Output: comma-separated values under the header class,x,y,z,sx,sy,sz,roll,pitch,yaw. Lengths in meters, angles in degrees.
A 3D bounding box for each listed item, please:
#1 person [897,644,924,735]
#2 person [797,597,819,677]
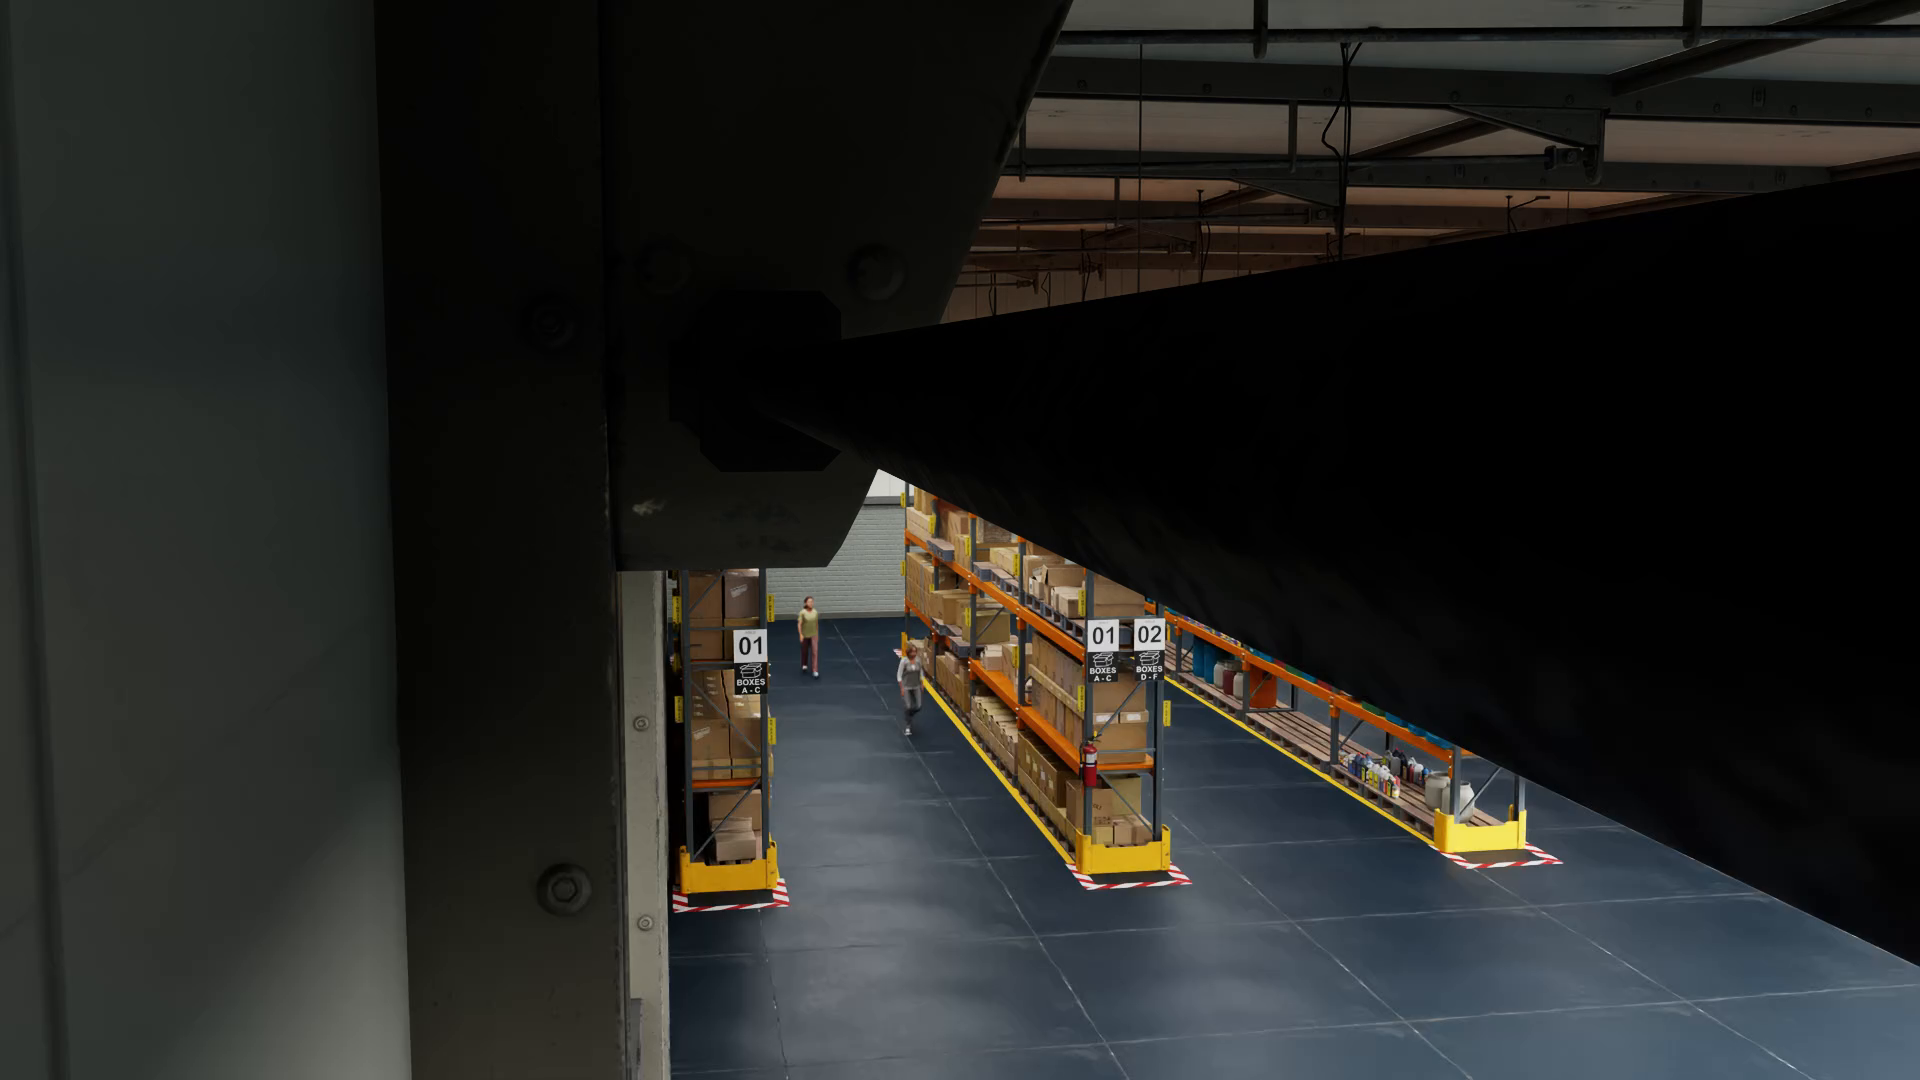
class,x,y,z,sx,sy,sz,roll,pitch,yaw
person,-0.878,2.576,28.843,0.491,1.568,0.485,-2,6,-20
person,-3.119,1.970,34.233,0.456,1.610,1.082,-1,6,-13
